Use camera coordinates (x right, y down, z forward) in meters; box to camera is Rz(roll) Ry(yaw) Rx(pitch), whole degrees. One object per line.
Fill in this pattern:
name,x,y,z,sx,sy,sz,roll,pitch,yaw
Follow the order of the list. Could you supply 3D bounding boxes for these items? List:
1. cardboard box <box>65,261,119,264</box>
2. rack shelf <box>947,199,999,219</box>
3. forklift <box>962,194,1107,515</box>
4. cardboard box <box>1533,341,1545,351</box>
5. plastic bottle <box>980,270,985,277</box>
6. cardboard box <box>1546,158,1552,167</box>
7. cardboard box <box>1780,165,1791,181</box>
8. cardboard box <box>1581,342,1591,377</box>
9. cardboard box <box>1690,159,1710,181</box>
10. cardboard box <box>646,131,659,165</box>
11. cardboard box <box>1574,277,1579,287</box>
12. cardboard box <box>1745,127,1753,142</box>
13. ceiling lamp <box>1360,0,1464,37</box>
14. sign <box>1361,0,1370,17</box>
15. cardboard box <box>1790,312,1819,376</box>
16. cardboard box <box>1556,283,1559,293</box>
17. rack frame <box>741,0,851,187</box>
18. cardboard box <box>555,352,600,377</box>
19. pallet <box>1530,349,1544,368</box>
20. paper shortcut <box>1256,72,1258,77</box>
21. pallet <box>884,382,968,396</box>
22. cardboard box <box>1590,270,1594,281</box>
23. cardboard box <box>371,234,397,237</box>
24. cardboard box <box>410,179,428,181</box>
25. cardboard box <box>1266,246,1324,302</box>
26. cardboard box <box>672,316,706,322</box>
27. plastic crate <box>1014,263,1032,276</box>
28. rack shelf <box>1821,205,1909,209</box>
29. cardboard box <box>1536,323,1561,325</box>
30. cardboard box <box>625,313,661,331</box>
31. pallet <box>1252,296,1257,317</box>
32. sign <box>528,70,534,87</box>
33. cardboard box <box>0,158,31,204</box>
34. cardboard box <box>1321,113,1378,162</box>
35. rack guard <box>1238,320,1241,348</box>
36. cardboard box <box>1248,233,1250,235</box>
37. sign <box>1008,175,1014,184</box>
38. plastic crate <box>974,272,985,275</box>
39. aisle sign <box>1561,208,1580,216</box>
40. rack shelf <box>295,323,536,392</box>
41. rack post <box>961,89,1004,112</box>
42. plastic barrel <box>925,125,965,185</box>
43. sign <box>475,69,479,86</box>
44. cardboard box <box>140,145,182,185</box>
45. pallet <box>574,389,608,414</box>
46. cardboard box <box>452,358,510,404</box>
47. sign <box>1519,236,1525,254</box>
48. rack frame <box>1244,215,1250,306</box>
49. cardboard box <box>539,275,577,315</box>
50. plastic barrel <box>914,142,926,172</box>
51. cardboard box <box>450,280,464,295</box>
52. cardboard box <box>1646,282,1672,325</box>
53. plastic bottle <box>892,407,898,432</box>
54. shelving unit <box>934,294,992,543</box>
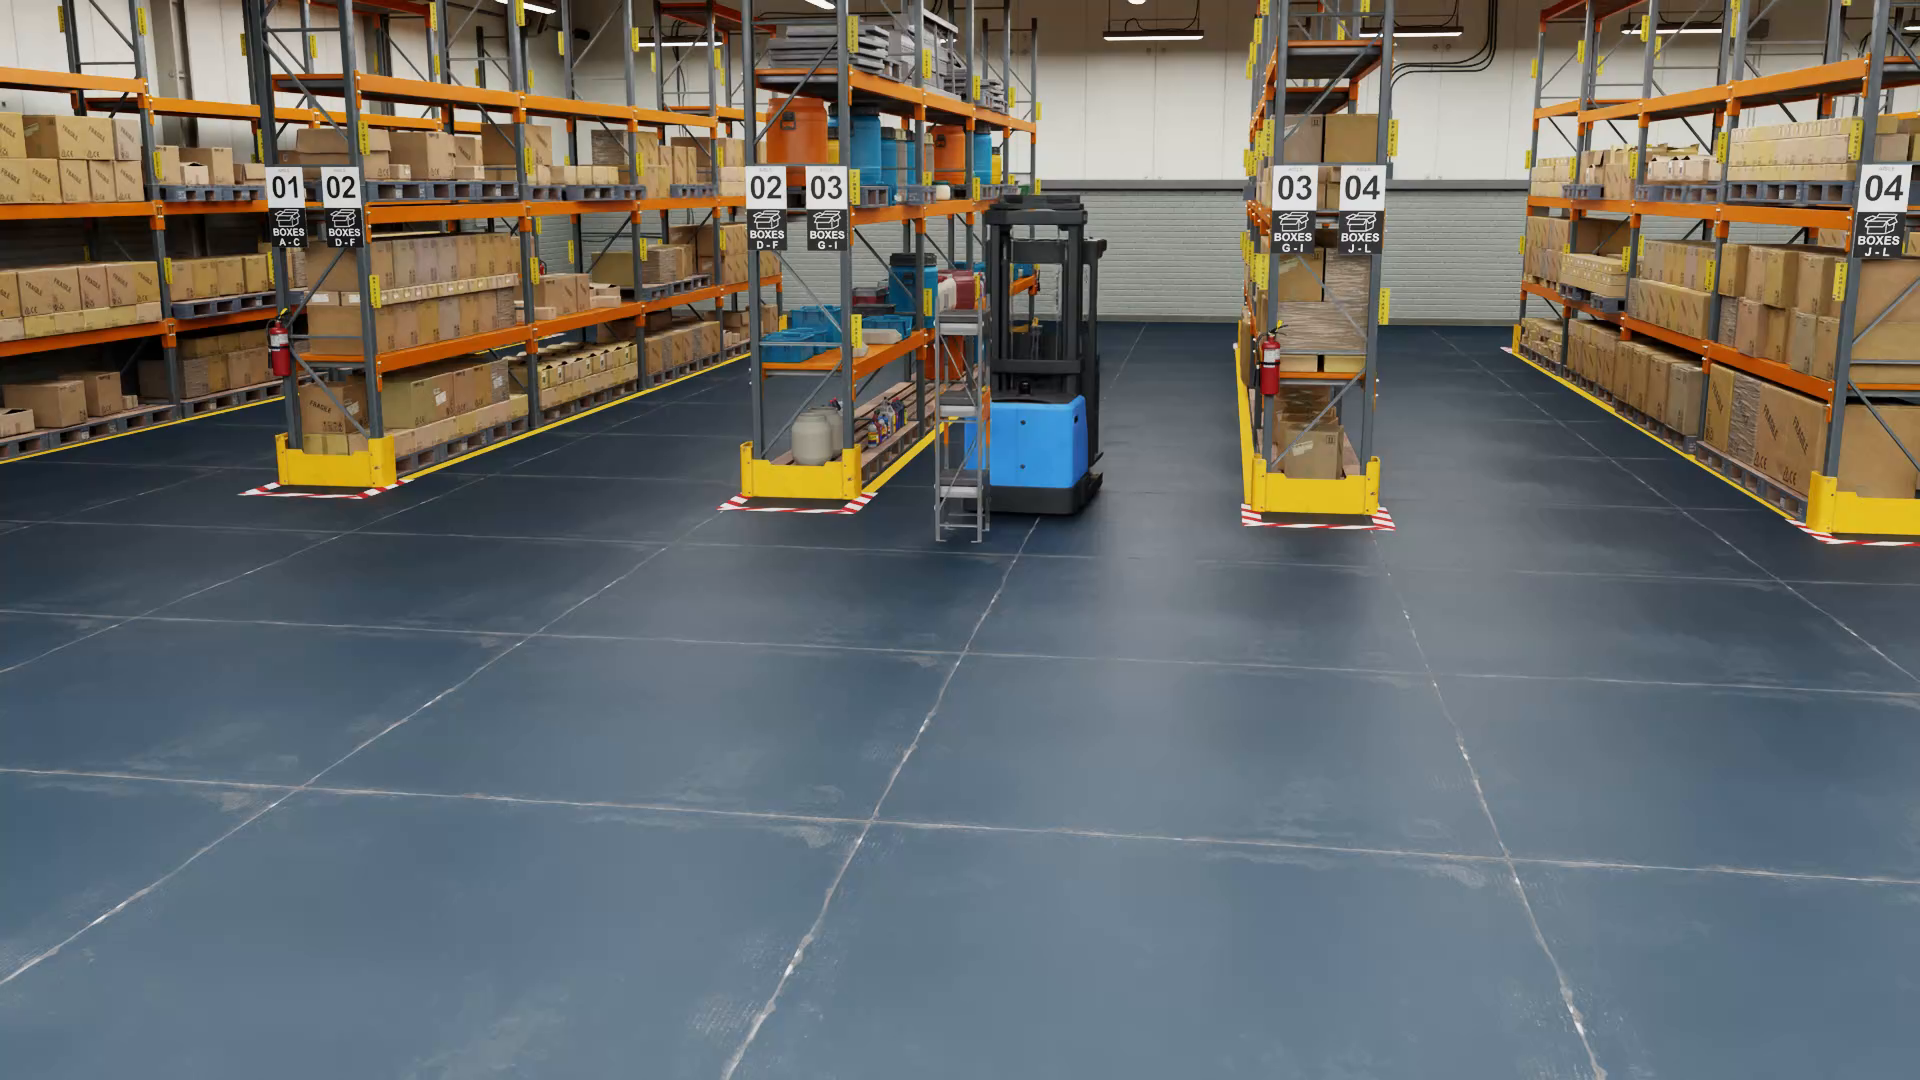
cardboard box,-10.996,-3.265,21.052,0.500,0.500,0.500,2,12,7
rack shelf,-0.006,-5.096,25.606,1.077,0.370,4.000,2,12,9
forklift,0.841,-1.929,16.487,1.130,2.935,3.031,3,12,12
cardboard box,10.092,-3.337,28.627,0.380,0.149,0.250,1,12,6
plastic bottle,0.342,-4.176,26.868,0.144,0.351,0.185,2,12,9
cardboard box,10.143,-6.394,28.145,0.380,0.149,0.250,2,12,10
cardboard box,8.187,-3.552,16.100,0.380,0.149,0.250,2,12,9
cardboard box,9.559,-2.674,24.716,0.500,0.500,0.500,2,12,10
cardboard box,8.824,-4.301,19.333,0.500,0.250,0.500,2,12,8
cardboard box,-4.977,-6.033,25.636,0.500,0.500,0.500,2,12,9
cardboard box,9.409,-3.855,24.863,0.380,0.149,0.250,1,12,6
cardboard box,8.382,-4.207,17.242,0.380,0.149,0.250,2,12,8
ceiling lamp,8.729,-11.332,31.861,2.000,3.185,0.800,2,12,9
sign,4.499,-5.978,18.468,0.100,0.325,0.005,2,12,9
cardboard box,8.311,-1.824,15.483,0.875,0.550,0.550,2,12,9
cardboard box,9.826,-4.057,26.792,0.380,0.149,0.250,2,12,7
rack frame,-1.543,-4.832,15.555,1.000,3.000,0.127,2,12,9
cardboard box,-5.277,-2.427,22.832,0.500,0.311,0.500,2,12,10
pallet,10.335,-3.088,28.319,1.003,0.211,1.213,2,12,9
paper shortcut,4.265,-6.697,23.877,0.009,0.170,0.078,12,-17,6
pallet,-0.471,-2.042,23.465,1.003,0.211,1.213,2,12,9
cardboard box,9.249,-3.782,23.817,0.380,0.149,0.250,2,12,8
cardboard box,-9.550,-4.865,27.177,0.500,0.250,0.500,2,12,7
cardboard box,-9.614,-6.516,29.608,0.500,0.250,0.500,2,12,9
cardboard box,3.191,-2.544,15.863,0.500,0.500,0.500,2,12,9
cardboard box,-4.784,-3.680,29.336,0.500,0.500,0.500,2,12,9
plastic crate,1.050,-5.201,31.280,0.616,0.435,0.499,2,12,9
rack shelf,15.296,-5.447,27.235,1.077,0.370,4.000,2,12,9
cardboard box,10.183,-3.671,28.765,0.380,0.149,0.250,2,12,11
cardboard box,-5.137,-3.513,26.783,0.500,0.250,0.500,2,12,8
pallet,4.577,-3.159,22.485,1.213,0.211,1.003,2,12,9
sign,-8.338,-8.958,32.297,0.100,0.325,0.005,2,12,9
cardboard box,-10.840,-4.026,18.648,0.500,0.500,0.500,2,12,11
cardboard box,3.846,-3.944,16.425,0.500,0.500,0.500,2,12,8
rack guard,5.815,-3.853,31.183,1.175,0.500,0.348,2,12,9
cardboard box,5.084,-4.884,27.906,0.500,0.500,0.500,2,12,9
sign,0.845,-5.850,27.376,0.100,0.325,0.005,2,12,9
plastic crate,0.273,-4.670,29.526,0.293,0.136,0.466,2,12,9
aisle sign,11.004,-6.164,29.805,0.394,0.787,0.004,2,12,9
rack shelf,-6.130,-2.125,18.943,1.077,0.370,4.000,2,12,9
rack post,0.117,-6.660,25.224,0.937,0.300,0.954,3,13,15
plastic barrel,-0.223,-5.564,24.056,0.600,0.830,0.708,2,12,9
sign,-9.419,-9.037,32.473,0.100,0.325,0.005,2,12,9
cardboard box,-10.554,-4.885,21.685,0.500,0.500,0.500,4,13,17
pallet,-5.562,-1.939,22.992,1.003,0.211,1.213,2,12,9
cardboard box,-5.766,-1.914,20.003,0.500,0.500,0.500,2,12,9
sign,10.161,-5.329,30.044,0.100,0.325,0.005,2,12,9
rack frame,5.811,-5.070,30.897,1.000,3.000,0.127,2,12,9
cardboard box,-5.530,-3.315,22.520,0.500,0.500,0.500,2,12,9
plastic barrel,-0.754,-4.941,22.160,0.600,0.830,0.708,2,12,9
cardboard box,-5.887,-2.876,18.942,0.380,0.149,0.250,2,12,11
cardboard box,8.977,-2.976,20.944,0.500,0.500,0.500,2,12,9
plastic bottle,-0.756,-1.401,19.276,0.061,0.283,0.133,3,12,12
shelving unit,0.025,-1.061,14.432,0.431,2.100,0.503,2,12,9
